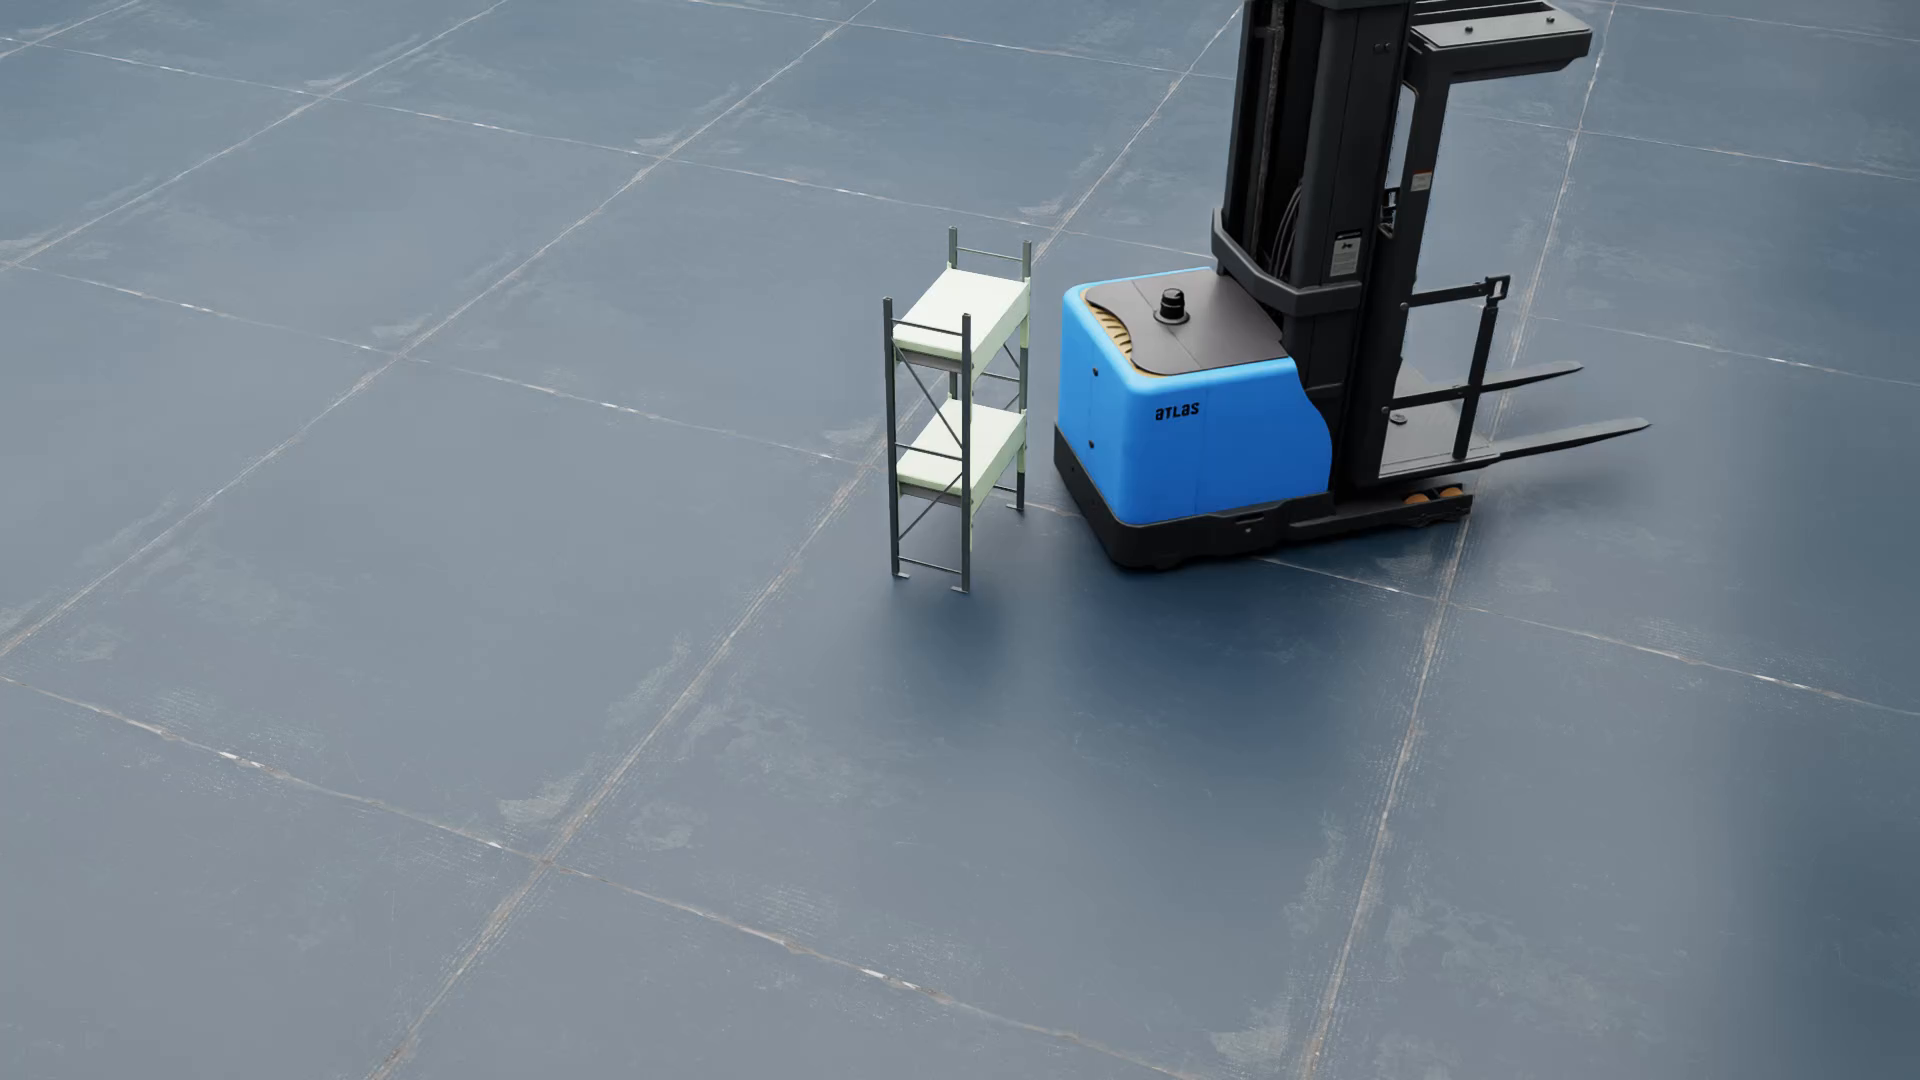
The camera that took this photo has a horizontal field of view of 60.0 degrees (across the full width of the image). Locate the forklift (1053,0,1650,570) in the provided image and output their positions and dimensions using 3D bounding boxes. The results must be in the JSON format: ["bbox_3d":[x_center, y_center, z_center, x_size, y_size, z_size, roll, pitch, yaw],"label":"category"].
[{"bbox_3d":[2.063,-1.530,7.849,3.031,2.935,1.130,-10,38,-13],"label":"forklift"}]

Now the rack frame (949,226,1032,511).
[{"bbox_3d":[0.137,-0.800,8.067,0.400,1.500,0.023,14,39,18],"label":"rack frame"}]

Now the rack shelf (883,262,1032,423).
[{"bbox_3d":[-0.003,-0.910,7.562,0.431,0.370,0.720,14,39,18],"label":"rack shelf"}]

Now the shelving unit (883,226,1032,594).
[{"bbox_3d":[-0.003,-0.597,7.796,0.431,1.500,0.755,14,39,18],"label":"shelving unit"}]

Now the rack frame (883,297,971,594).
[{"bbox_3d":[-0.142,-0.394,7.525,0.400,1.500,0.023,14,39,18],"label":"rack frame"}]

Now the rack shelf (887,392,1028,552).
[{"bbox_3d":[-0.003,-0.336,7.991,0.431,0.370,0.720,14,39,18],"label":"rack shelf"}]
